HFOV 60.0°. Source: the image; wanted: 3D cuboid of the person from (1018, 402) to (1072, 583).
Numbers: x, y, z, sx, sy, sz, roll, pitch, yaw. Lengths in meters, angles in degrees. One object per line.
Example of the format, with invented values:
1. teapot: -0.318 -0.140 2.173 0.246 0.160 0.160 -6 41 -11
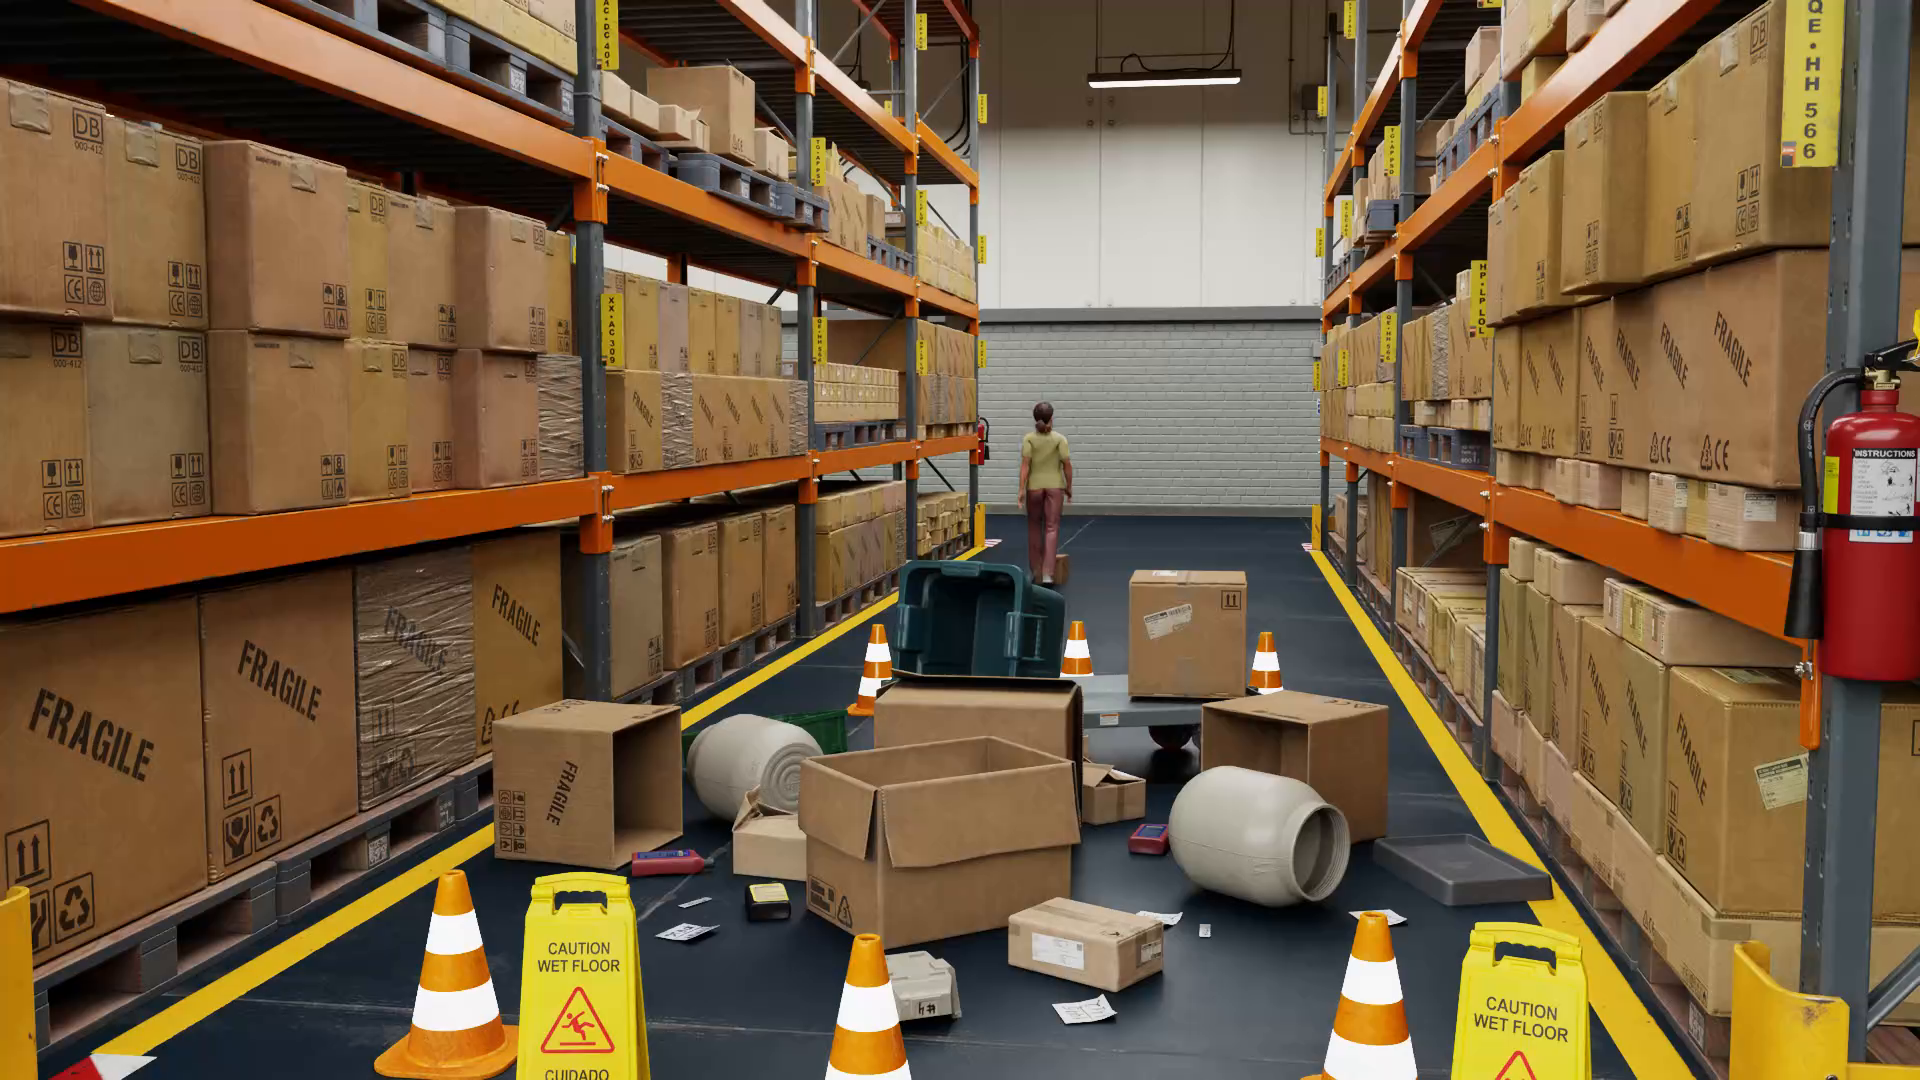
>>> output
1. person: 0.795 -0.430 15.246 0.478 1.670 0.819 1 5 9
